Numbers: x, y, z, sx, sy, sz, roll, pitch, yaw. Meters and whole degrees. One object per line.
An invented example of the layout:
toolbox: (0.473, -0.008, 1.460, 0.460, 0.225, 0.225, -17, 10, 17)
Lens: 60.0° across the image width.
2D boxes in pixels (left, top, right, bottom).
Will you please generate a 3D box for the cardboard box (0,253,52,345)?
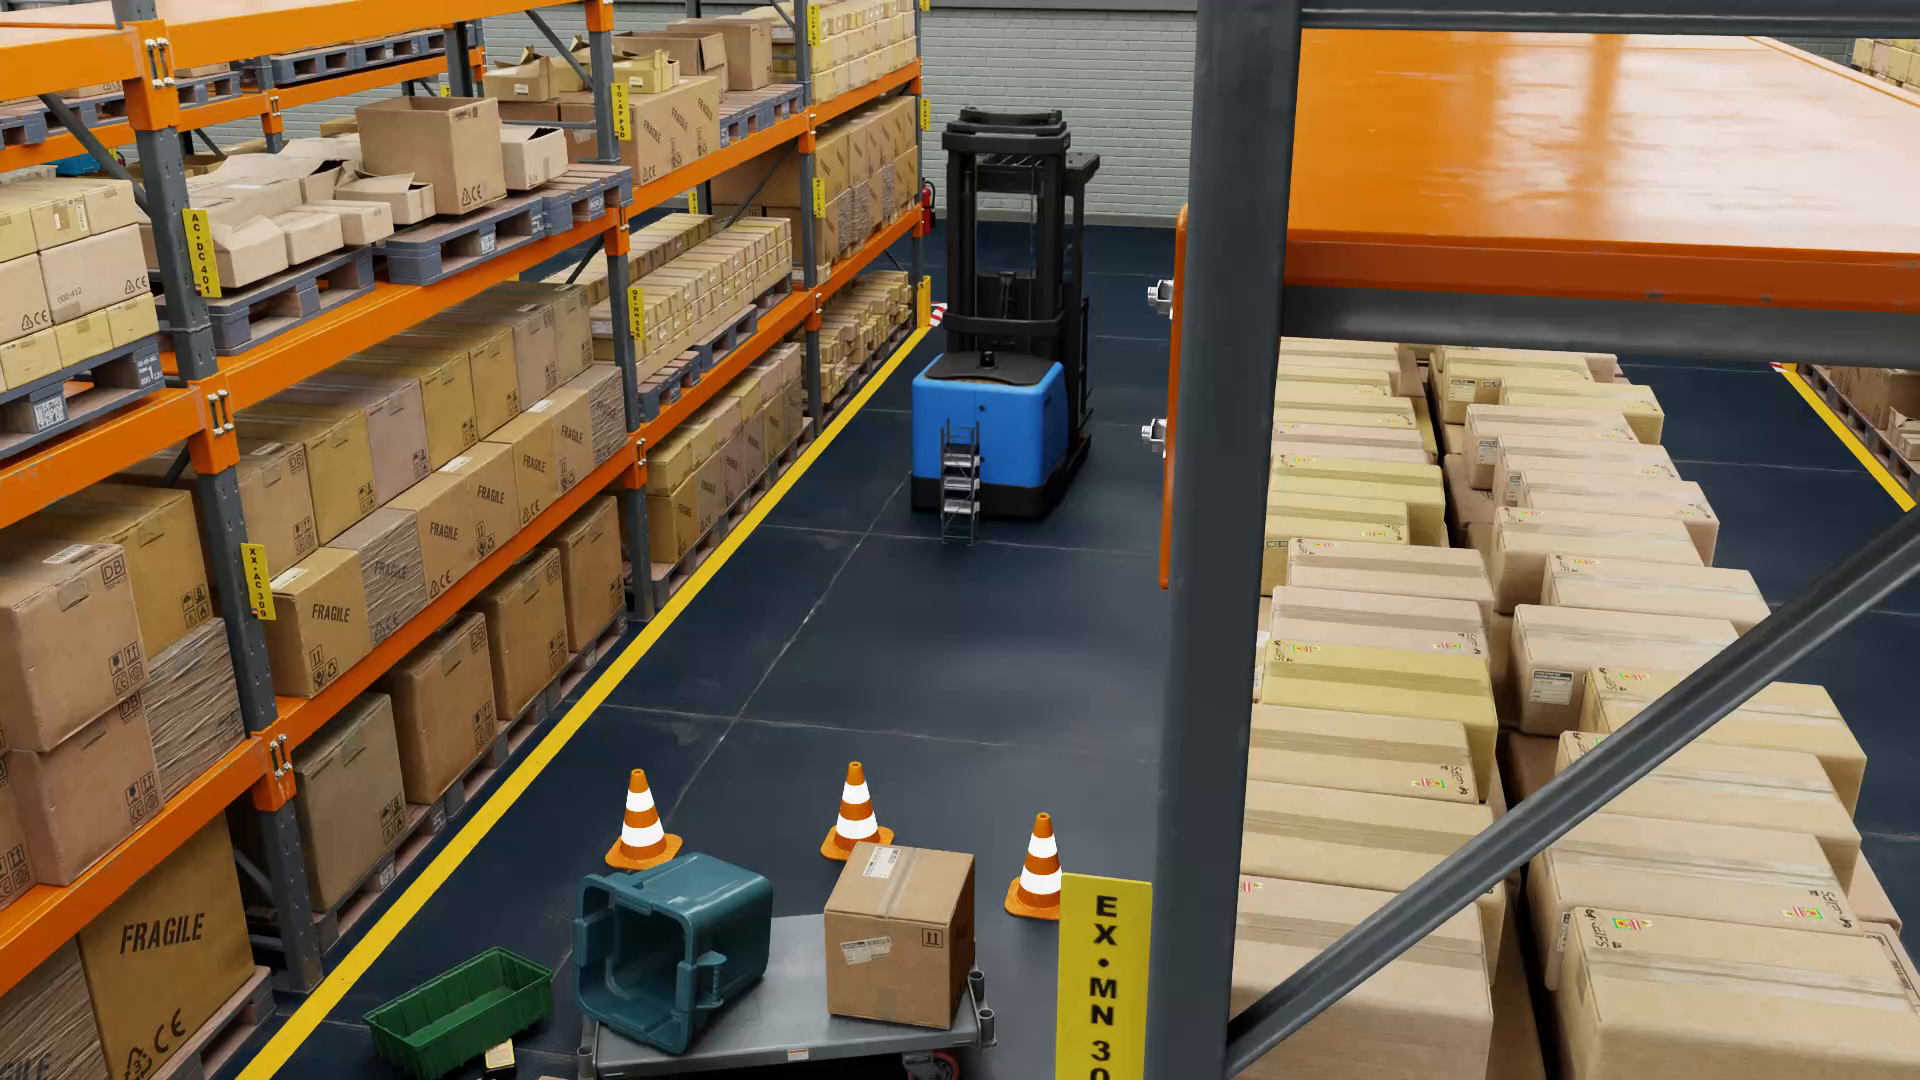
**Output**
cardboard box: (-3.305, -0.752, 5.296, 0.500, 0.250, 0.500, 4, 22, 11)

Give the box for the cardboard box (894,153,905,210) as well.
cardboard box: (-0.854, -3.636, 16.835, 0.500, 0.500, 0.500, 4, 22, 10)

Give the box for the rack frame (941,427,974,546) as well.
rack frame: (-0.019, -0.383, 12.101, 0.240, 0.900, 0.006, 4, 22, 11)

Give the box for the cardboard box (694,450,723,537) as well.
cardboard box: (-2.043, -0.357, 12.008, 0.500, 0.500, 0.500, 5, 22, 12)

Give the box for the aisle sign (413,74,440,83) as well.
aisle sign: (-6.018, -5.494, 18.500, 0.394, 0.787, 0.004, 4, 22, 11)

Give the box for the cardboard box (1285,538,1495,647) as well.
cardboard box: (0.840, 0.120, 3.295, 0.380, 0.149, 0.250, 4, 22, 9)

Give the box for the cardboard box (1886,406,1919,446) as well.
cardboard box: (7.906, -0.927, 13.737, 0.396, 0.266, 0.258, 5, 23, 13)

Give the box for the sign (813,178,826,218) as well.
sign: (-1.176, -2.857, 13.882, 0.100, 0.325, 0.005, 4, 22, 11)

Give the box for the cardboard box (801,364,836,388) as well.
cardboard box: (-1.333, -1.479, 14.868, 0.380, 0.149, 0.250, 5, 23, 13)

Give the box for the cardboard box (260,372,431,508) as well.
cardboard box: (-3.050, -0.500, 8.109, 0.700, 0.500, 0.500, 5, 22, 11)

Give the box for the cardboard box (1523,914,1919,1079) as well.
cardboard box: (1.061, 0.745, 2.277, 0.500, 0.250, 0.500, 4, 22, 10)

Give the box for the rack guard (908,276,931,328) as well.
rack guard: (-0.919, -2.637, 18.231, 1.175, 0.500, 0.348, 4, 22, 11)

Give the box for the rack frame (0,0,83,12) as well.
rack frame: (-10.587, -7.399, 18.680, 1.000, 3.000, 0.127, 4, 22, 11)

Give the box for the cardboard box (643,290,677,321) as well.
cardboard box: (-2.146, -1.594, 11.275, 0.380, 0.149, 0.250, 4, 22, 11)

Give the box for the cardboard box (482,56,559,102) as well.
cardboard box: (-2.708, -2.859, 10.263, 0.396, 0.266, 0.258, 4, 22, 11)

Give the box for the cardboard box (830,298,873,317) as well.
cardboard box: (-1.077, -2.287, 16.475, 0.380, 0.149, 0.250, 4, 22, 9)

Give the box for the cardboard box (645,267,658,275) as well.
cardboard box: (-2.513, -1.988, 12.650, 0.380, 0.149, 0.250, 4, 22, 10)

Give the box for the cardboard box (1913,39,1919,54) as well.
cardboard box: (8.181, -4.098, 13.633, 0.500, 0.250, 0.500, 5, 22, 12)

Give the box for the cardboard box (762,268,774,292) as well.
cardboard box: (-1.712, -2.093, 13.309, 0.380, 0.149, 0.250, 4, 22, 11)

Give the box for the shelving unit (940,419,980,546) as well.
shelving unit: (0.002, -0.420, 12.193, 0.258, 0.900, 0.210, 4, 22, 11)

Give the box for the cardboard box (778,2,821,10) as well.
cardboard box: (-1.536, -4.995, 15.725, 0.380, 0.149, 0.250, 5, 23, 13)

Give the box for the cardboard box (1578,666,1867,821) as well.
cardboard box: (1.242, 0.343, 2.741, 0.380, 0.149, 0.250, 4, 22, 11)

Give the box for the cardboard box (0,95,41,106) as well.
cardboard box: (-7.227, -3.497, 12.309, 0.500, 0.500, 0.500, 6, 23, 14)

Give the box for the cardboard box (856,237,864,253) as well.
cardboard box: (-1.121, -2.808, 15.648, 0.380, 0.149, 0.250, 5, 23, 13)

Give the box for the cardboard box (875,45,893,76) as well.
cardboard box: (-0.949, -4.592, 15.925, 0.500, 0.250, 0.500, 5, 23, 13)

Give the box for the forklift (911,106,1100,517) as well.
forklift: (0.494, -2.053, 13.528, 1.130, 2.935, 3.031, 6, 23, 14)

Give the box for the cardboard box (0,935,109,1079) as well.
cardboard box: (-3.729, 1.910, 5.877, 0.875, 0.875, 0.875, 5, 22, 11)

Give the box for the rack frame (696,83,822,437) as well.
rack frame: (-1.720, -2.361, 14.200, 1.000, 3.000, 0.127, 4, 22, 11)

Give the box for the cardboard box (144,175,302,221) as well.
cardboard box: (-3.316, -1.466, 7.469, 0.500, 0.250, 0.500, 4, 22, 10)

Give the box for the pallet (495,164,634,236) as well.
pallet: (-2.616, -1.962, 9.448, 1.213, 0.211, 1.003, 6, 23, 13)

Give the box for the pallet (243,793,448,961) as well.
pallet: (-3.269, 1.570, 8.172, 1.003, 0.211, 1.213, 4, 22, 11)

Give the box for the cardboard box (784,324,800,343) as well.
cardboard box: (-1.716, -1.936, 15.604, 0.380, 0.149, 0.250, 5, 23, 13)

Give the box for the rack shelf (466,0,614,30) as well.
rack shelf: (-2.128, -3.893, 11.473, 1.077, 0.370, 4.000, 4, 22, 11)

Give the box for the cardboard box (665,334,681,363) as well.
cardboard box: (-2.138, -1.321, 11.393, 0.380, 0.149, 0.250, 6, 23, 14)

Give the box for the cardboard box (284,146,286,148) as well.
cardboard box: (-6.099, -3.527, 15.896, 0.500, 0.500, 0.500, 4, 22, 11)

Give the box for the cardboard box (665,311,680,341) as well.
cardboard box: (-2.136, -1.473, 11.372, 0.380, 0.149, 0.250, 4, 22, 9)

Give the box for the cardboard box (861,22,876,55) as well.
cardboard box: (-1.073, -4.632, 15.355, 0.500, 0.250, 0.500, 3, 22, 9)

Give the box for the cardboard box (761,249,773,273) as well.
cardboard box: (-1.714, -2.230, 13.250, 0.380, 0.149, 0.250, 5, 23, 13)

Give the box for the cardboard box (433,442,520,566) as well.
cardboard box: (-2.671, -0.206, 8.717, 0.500, 0.500, 0.500, 5, 22, 12)

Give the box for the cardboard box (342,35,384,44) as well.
cardboard box: (-6.094, -5.122, 16.212, 0.700, 0.500, 0.500, 5, 23, 13)

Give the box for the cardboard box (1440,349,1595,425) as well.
cardboard box: (1.544, -0.418, 4.629, 0.380, 0.149, 0.250, 5, 22, 12)

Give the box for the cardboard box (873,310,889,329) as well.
cardboard box: (-0.929, -2.239, 16.753, 0.380, 0.149, 0.250, 5, 22, 12)

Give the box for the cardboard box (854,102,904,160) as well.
cardboard box: (-0.857, -4.100, 16.649, 0.500, 0.500, 0.500, 4, 22, 9)

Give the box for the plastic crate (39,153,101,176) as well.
plastic crate: (-10.473, -4.524, 19.444, 0.616, 0.435, 0.499, 4, 22, 11)

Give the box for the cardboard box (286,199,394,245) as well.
cardboard box: (-2.812, -1.444, 7.549, 0.380, 0.149, 0.250, 4, 22, 11)

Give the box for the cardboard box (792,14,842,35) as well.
cardboard box: (-1.242, -4.472, 14.425, 0.380, 0.149, 0.250, 4, 22, 9)

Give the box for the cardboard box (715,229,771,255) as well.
cardboard box: (-1.719, -2.361, 13.178, 0.380, 0.149, 0.250, 4, 22, 9)

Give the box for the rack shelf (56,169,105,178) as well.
rack shelf: (-10.996, -3.551, 18.119, 1.077, 0.370, 4.000, 4, 22, 11)

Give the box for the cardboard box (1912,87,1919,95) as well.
cardboard box: (8.076, -3.638, 13.692, 0.380, 0.149, 0.250, 5, 22, 12)

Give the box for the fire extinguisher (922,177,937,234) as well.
fire extinguisher: (-0.401, -3.672, 18.058, 0.296, 0.674, 0.183, 4, 22, 11)

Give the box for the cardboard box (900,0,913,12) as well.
cardboard box: (-0.684, -5.418, 16.775, 0.380, 0.149, 0.250, 4, 22, 10)

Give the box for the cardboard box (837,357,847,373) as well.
cardboard box: (-1.274, -1.631, 15.642, 0.380, 0.149, 0.250, 4, 22, 10)

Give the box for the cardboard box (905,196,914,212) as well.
cardboard box: (-0.694, -3.566, 17.530, 0.380, 0.149, 0.250, 4, 22, 11)

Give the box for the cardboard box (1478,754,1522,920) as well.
cardboard box: (0.656, 0.518, 2.840, 0.500, 0.250, 0.500, 4, 22, 10)

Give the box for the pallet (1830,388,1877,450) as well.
pallet: (8.394, -1.049, 14.675, 1.003, 0.211, 1.213, 4, 22, 11)

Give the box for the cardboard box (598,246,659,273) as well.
cardboard box: (-2.513, -2.133, 12.613, 0.380, 0.149, 0.250, 5, 23, 13)
